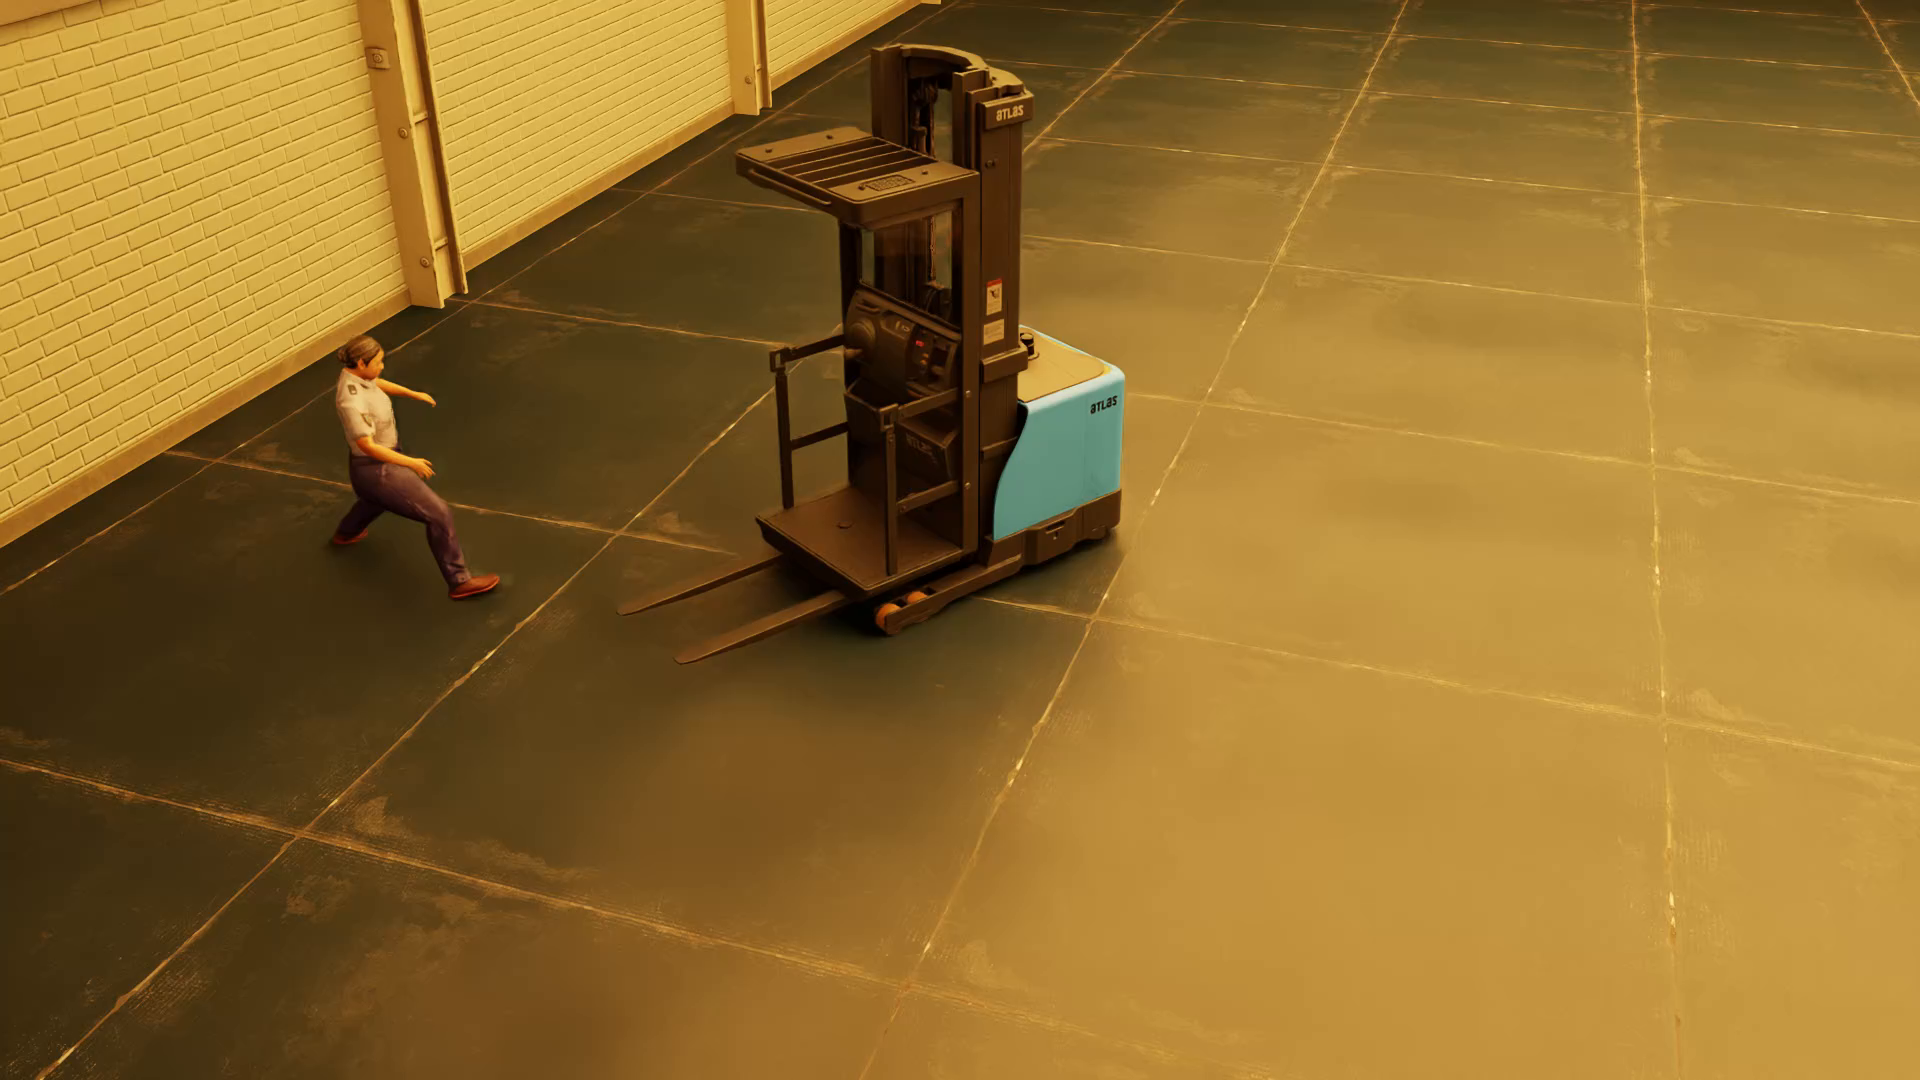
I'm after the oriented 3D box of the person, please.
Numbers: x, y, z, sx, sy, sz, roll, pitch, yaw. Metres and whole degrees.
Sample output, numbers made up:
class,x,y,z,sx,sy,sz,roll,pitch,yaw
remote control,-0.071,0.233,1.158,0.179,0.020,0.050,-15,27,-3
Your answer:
class,x,y,z,sx,sy,sz,roll,pitch,yaw
person,-3.219,-0.483,9.500,0.931,1.502,1.058,-8,31,-14

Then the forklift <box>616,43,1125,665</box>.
class,x,y,z,sx,sy,sz,roll,pitch,yaw
forklift,-0.483,-1.048,8.975,3.031,2.935,1.130,-22,37,-34
